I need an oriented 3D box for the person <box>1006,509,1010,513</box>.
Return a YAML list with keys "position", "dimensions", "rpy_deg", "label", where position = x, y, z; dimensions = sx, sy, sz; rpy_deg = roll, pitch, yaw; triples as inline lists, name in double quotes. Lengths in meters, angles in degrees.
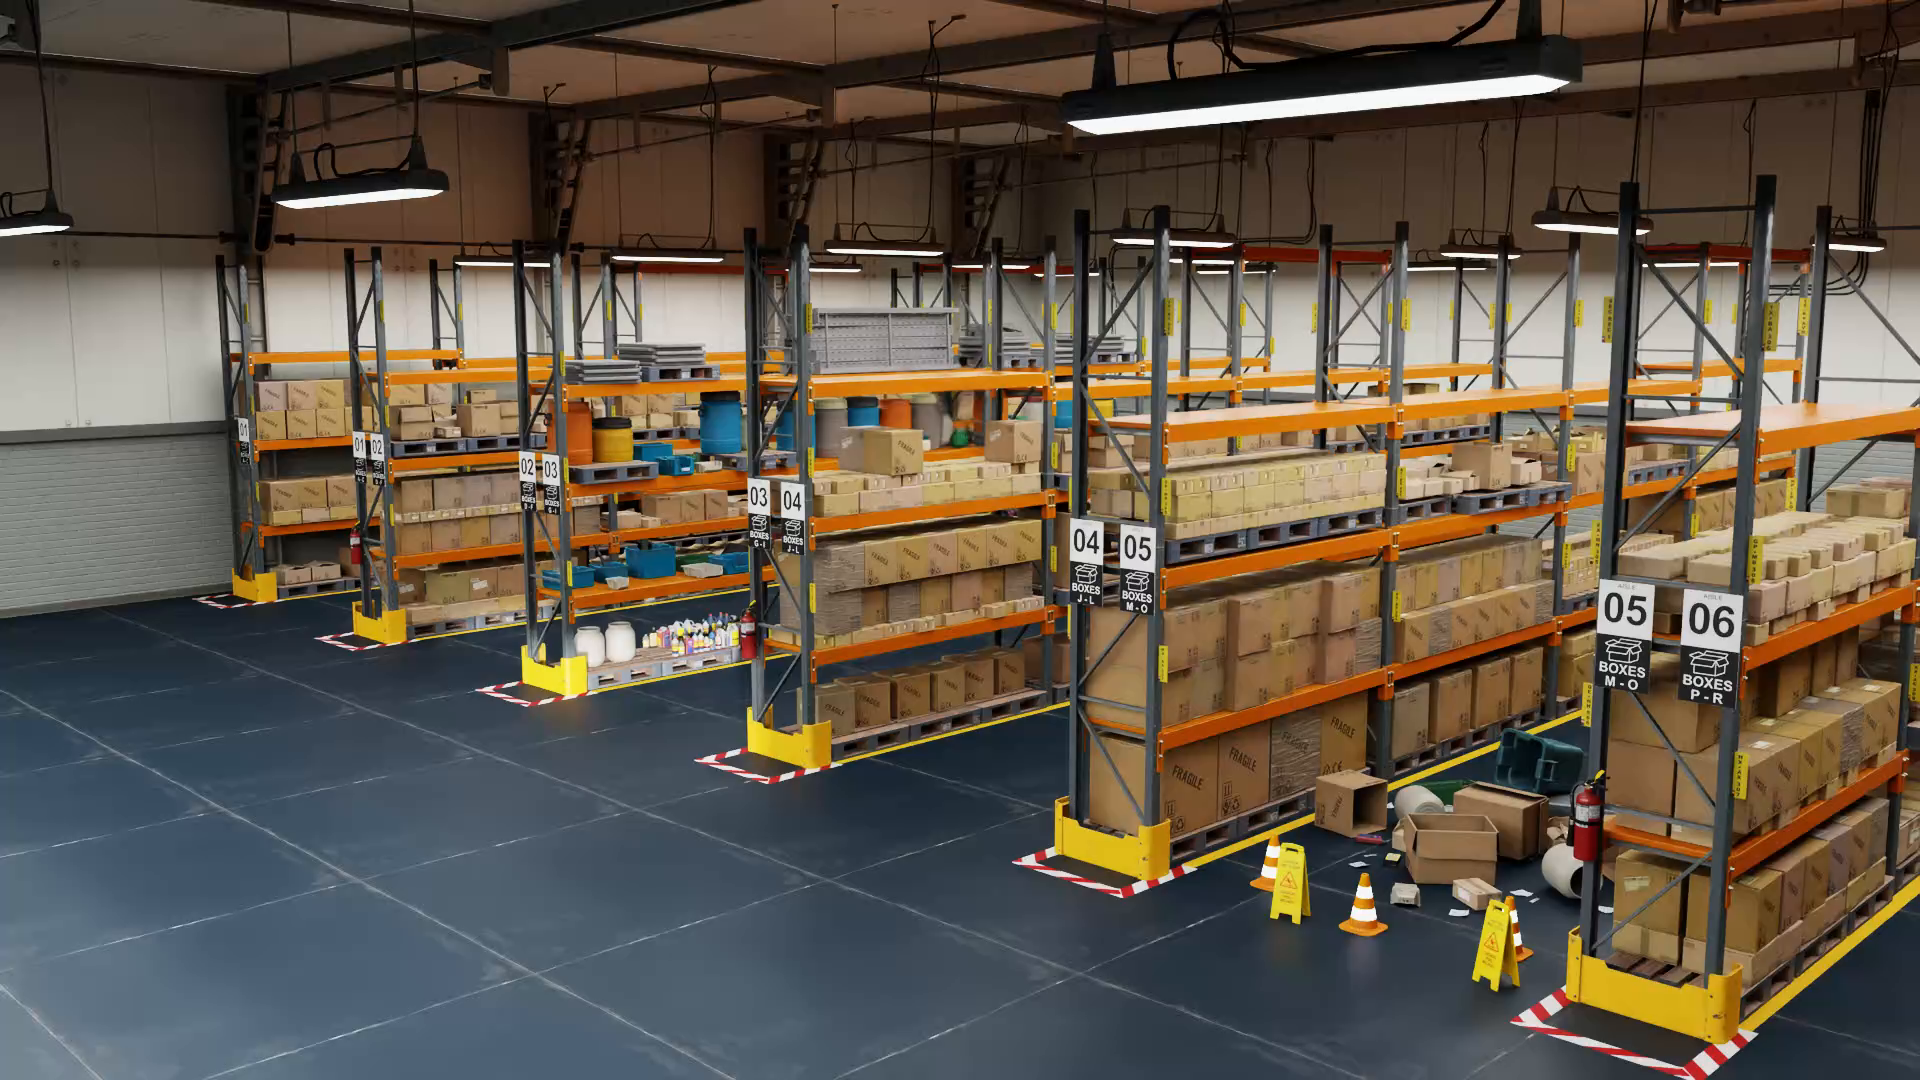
- position: [0.708, -0.238, 32.589]
  dimensions: [0.595, 1.601, 0.561]
  rpy_deg: [6, 10, 35]
  label: "person"
